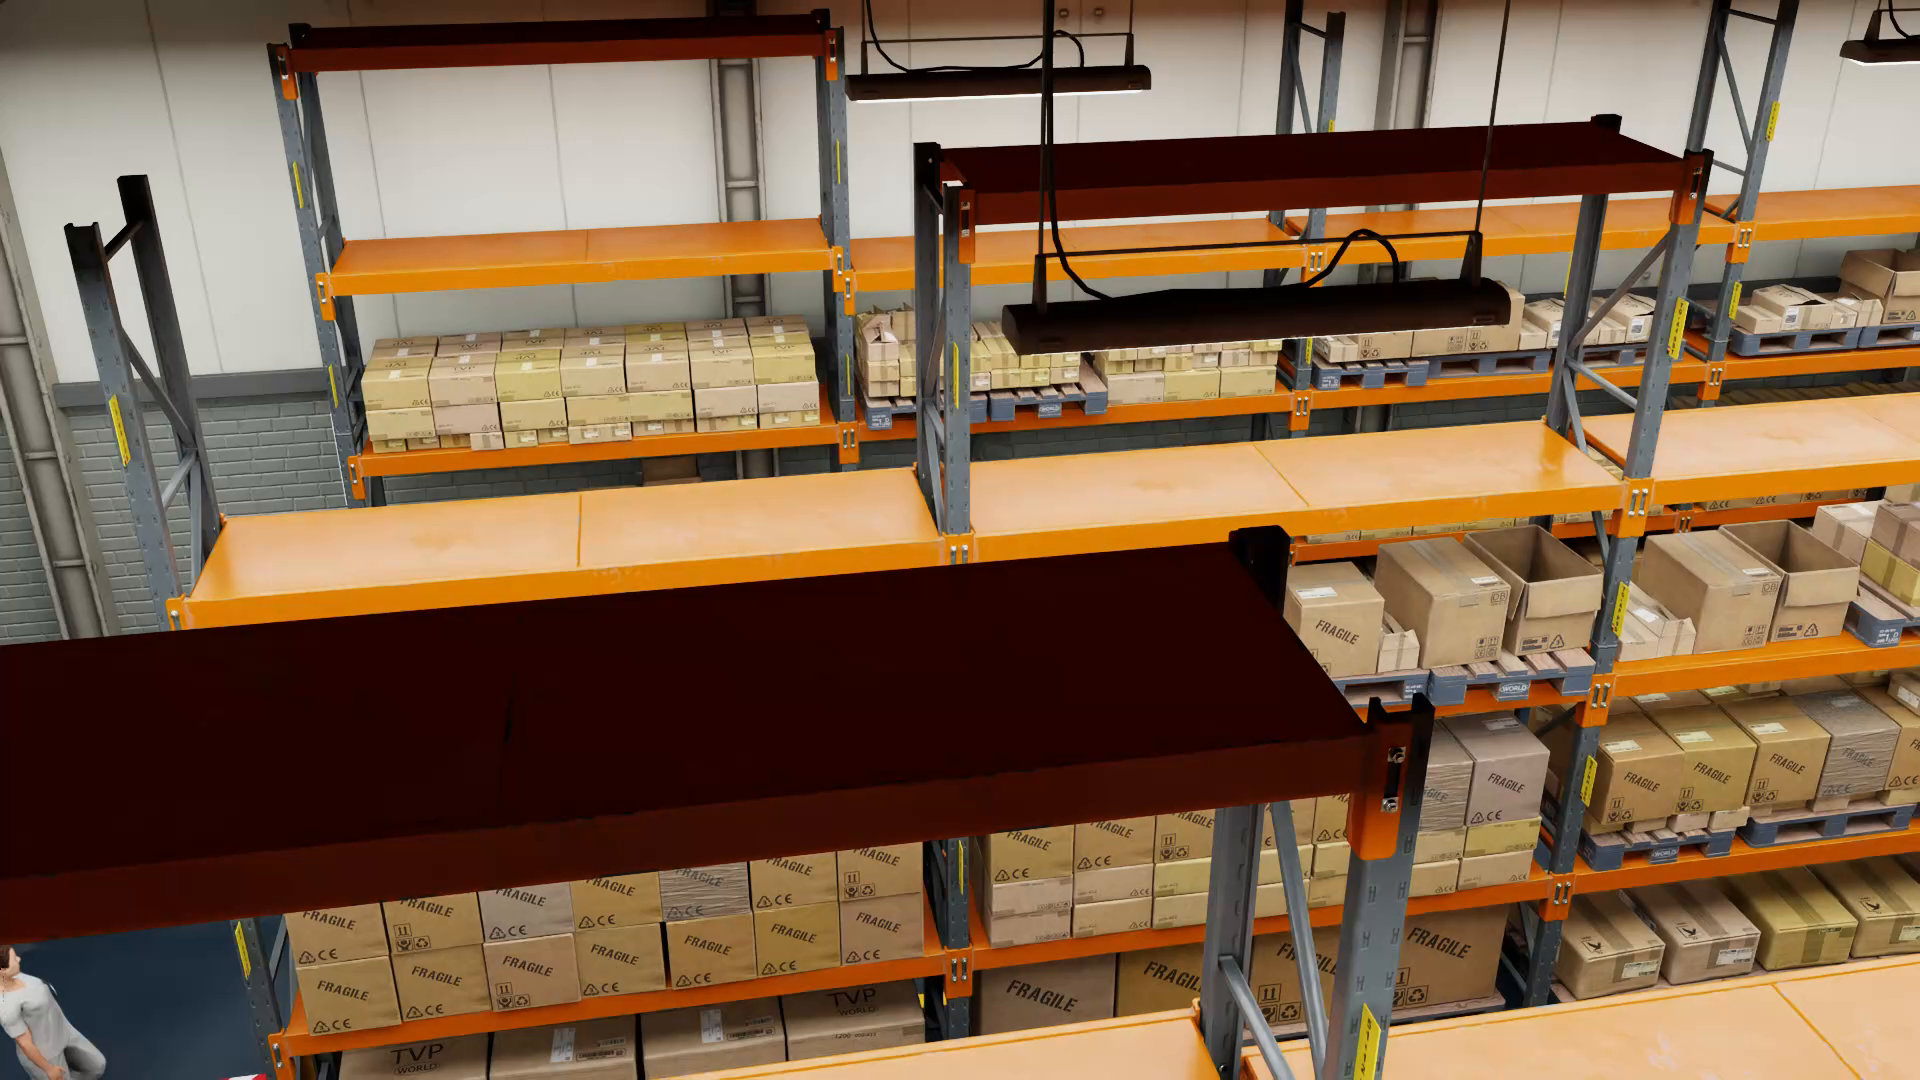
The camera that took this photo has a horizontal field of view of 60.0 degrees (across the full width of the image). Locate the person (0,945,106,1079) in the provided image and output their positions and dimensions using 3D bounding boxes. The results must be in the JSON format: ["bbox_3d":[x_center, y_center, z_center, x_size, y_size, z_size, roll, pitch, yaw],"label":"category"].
[{"bbox_3d":[-5.501,3.076,10.049,0.540,1.662,0.526,-3,26,-7],"label":"person"}]
